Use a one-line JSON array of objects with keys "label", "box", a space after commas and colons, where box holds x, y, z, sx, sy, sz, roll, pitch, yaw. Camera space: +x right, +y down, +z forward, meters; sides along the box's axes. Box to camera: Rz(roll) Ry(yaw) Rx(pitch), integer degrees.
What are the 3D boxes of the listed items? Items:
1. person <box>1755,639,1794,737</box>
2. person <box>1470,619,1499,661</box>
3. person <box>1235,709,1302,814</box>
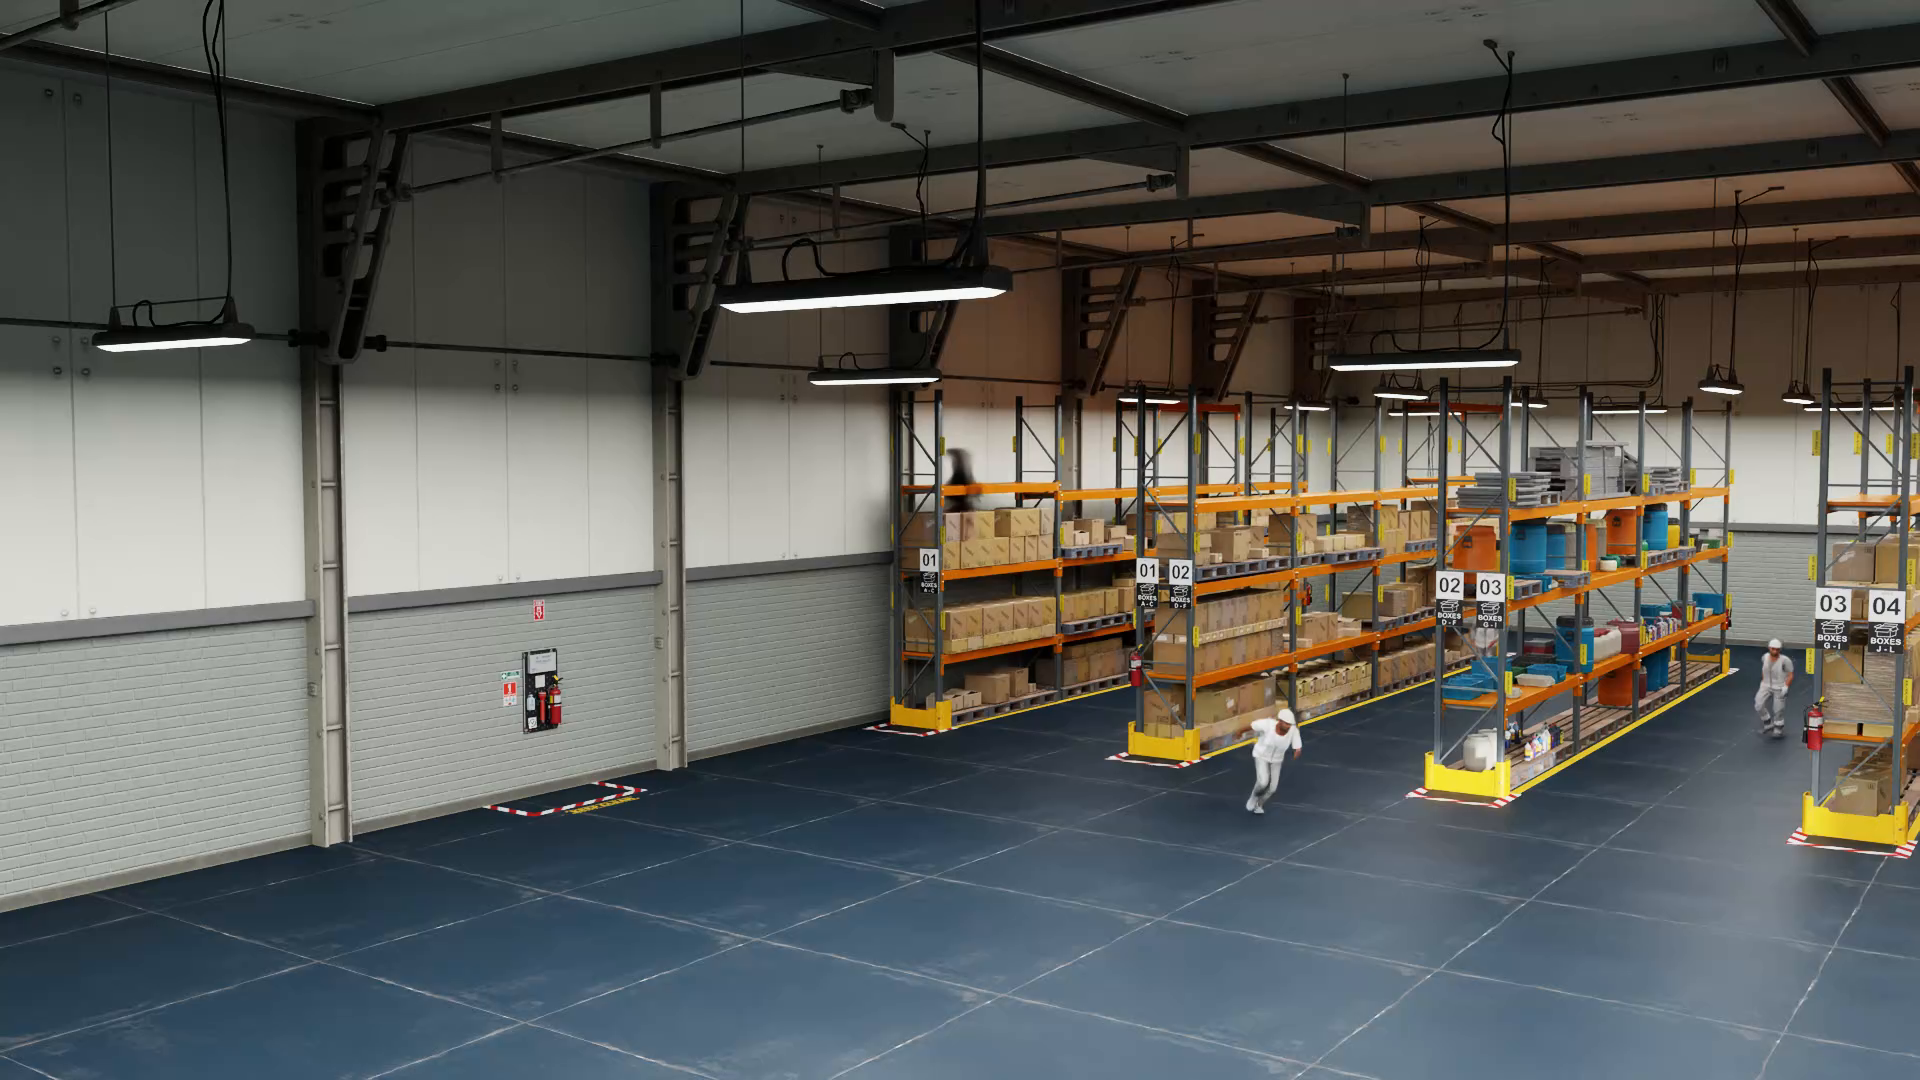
[{"label": "person", "box": [13.868, 2.529, 28.307, 0.723, 1.720, 0.666, -3, 4, -41]}, {"label": "person", "box": [10.958, 2.206, 34.641, 0.646, 1.711, 0.653, 1, 3, 19]}, {"label": "person", "box": [4.183, 2.974, 22.319, 0.735, 1.506, 1.008, -1, 3, -10]}]
